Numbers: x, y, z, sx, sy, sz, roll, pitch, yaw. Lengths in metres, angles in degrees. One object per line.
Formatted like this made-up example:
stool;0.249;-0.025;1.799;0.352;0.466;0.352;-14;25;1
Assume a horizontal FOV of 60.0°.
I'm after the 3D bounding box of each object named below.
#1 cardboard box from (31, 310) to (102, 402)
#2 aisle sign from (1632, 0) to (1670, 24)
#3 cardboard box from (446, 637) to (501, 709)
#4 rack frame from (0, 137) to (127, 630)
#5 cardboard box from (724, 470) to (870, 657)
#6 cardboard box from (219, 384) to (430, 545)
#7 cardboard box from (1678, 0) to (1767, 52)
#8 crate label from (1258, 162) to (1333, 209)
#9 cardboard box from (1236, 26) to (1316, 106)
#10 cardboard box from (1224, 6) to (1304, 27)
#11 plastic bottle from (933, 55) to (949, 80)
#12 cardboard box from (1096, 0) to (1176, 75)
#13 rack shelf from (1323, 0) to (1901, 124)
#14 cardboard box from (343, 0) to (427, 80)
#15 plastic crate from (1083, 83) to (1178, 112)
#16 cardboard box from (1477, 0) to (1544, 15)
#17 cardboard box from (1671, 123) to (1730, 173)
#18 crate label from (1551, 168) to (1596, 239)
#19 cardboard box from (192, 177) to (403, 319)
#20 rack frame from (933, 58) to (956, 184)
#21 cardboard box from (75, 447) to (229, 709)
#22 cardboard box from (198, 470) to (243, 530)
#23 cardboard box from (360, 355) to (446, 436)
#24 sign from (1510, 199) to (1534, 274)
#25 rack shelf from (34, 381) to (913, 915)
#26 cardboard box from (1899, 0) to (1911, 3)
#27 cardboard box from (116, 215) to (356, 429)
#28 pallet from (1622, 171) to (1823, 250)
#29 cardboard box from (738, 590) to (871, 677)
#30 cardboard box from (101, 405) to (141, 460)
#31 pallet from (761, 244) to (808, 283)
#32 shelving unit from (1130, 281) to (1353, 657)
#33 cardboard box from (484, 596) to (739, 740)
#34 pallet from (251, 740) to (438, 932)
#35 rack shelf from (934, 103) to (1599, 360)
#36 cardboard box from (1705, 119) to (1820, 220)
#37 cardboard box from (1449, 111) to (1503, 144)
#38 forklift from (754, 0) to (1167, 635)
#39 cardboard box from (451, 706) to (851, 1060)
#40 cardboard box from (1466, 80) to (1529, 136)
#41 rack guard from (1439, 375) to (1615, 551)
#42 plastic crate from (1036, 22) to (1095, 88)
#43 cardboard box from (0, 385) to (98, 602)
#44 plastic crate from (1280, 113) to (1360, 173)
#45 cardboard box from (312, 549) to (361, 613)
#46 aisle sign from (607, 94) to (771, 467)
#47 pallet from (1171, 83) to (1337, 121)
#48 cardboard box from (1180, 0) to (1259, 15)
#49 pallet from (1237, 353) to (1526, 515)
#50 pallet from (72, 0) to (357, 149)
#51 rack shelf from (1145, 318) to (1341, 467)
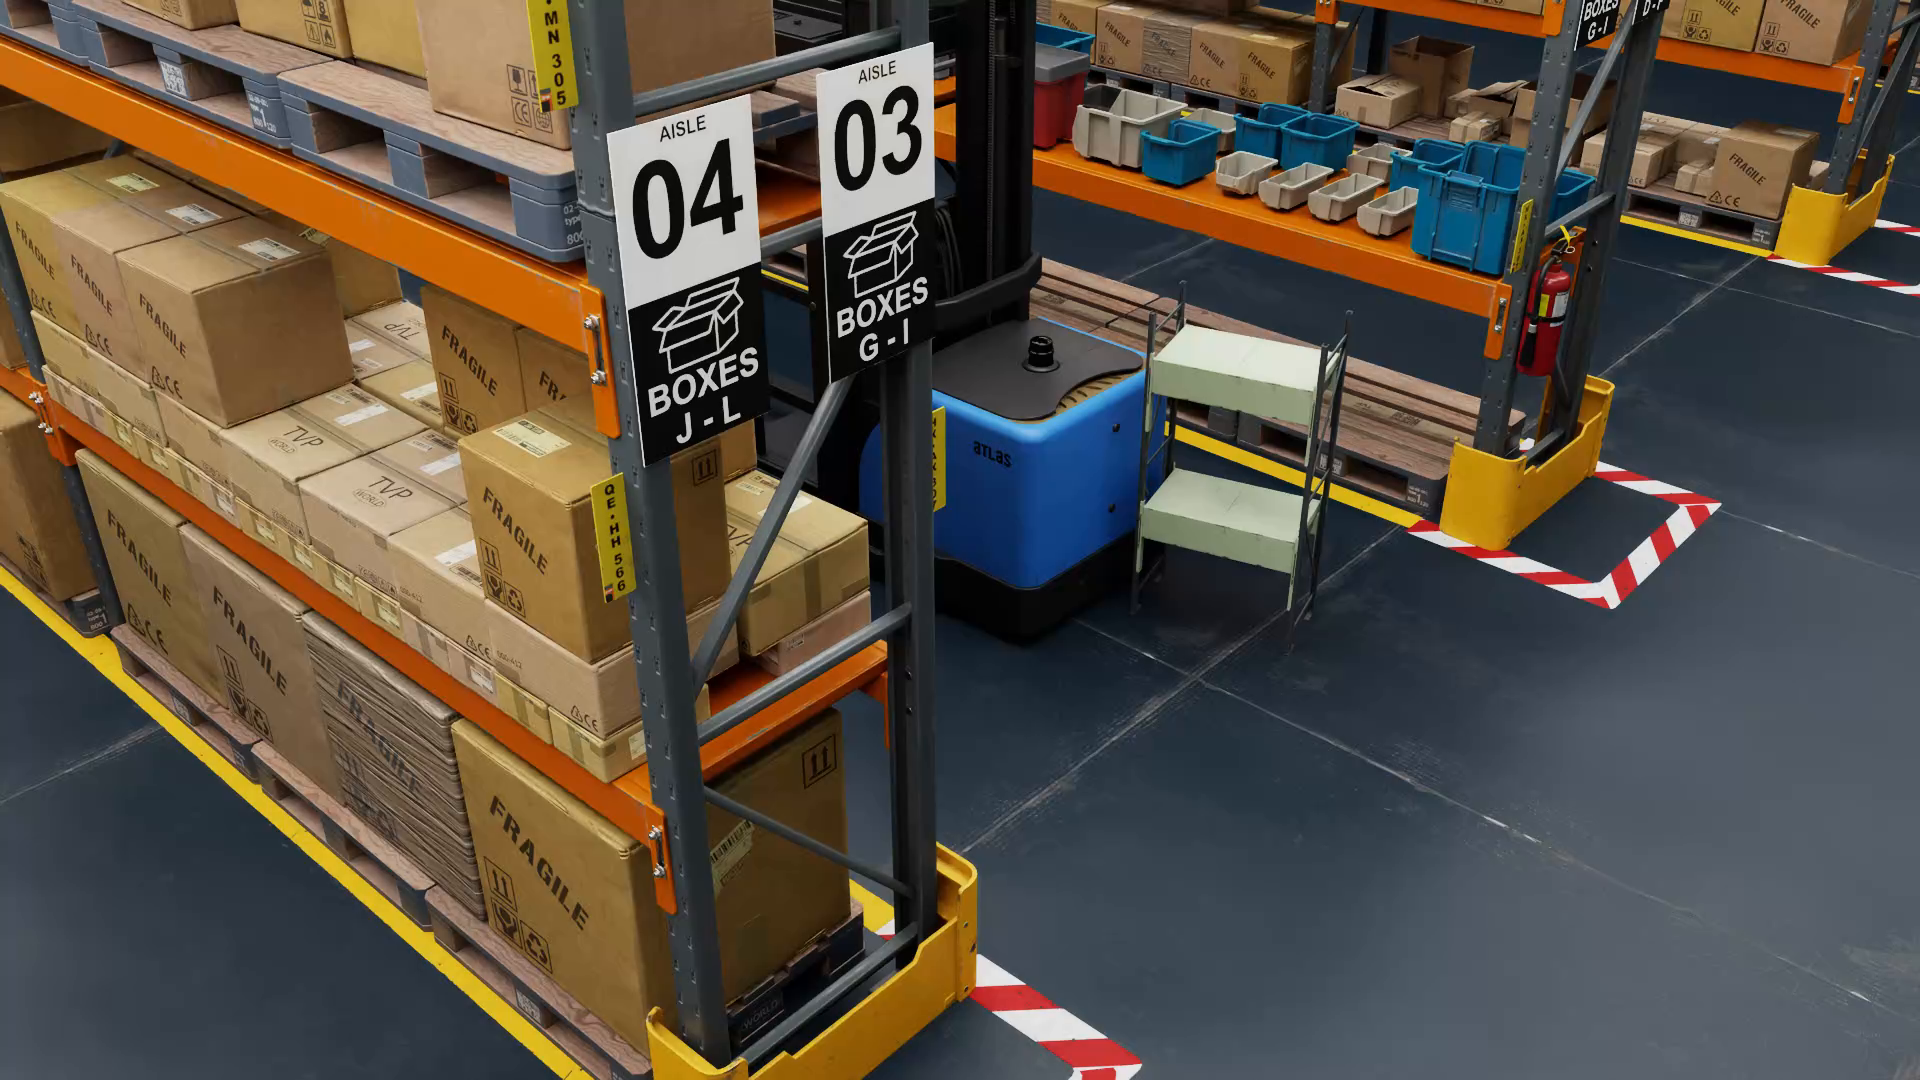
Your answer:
cardboard box;-3.247;-0.793;6.516;0.500;0.250;0.500;24;39;34
aisle sign;3.122;-2.705;7.314;0.004;0.787;0.394;25;39;35
cardboard box;-1.319;0.325;5.045;0.250;0.149;0.380;25;39;35
rack frame;-3.420;-0.993;6.991;0.127;3.000;1.000;25;39;35
cardboard box;-0.629;0.059;5.100;0.500;0.250;0.500;24;38;34
cardboard box;-2.133;-0.268;5.644;0.500;0.250;0.500;25;39;35
cardboard box;5.295;-3.667;11.336;0.500;0.500;0.500;25;39;35
crate label;1.715;-1.821;8.564;0.243;0.136;0.396;25;39;35
cardboard box;2.672;-3.958;13.914;0.500;0.500;0.500;25;39;35
cardboard box;2.632;-4.338;14.545;0.500;0.500;0.500;26;39;36
plastic bottle;-0.170;-3.125;10.581;0.185;0.351;0.144;25;39;35
cardboard box;1.561;-4.481;14.783;0.500;0.500;0.500;24;38;34
rack shelf;4.713;-3.779;12.317;4.000;0.370;1.077;25;39;35
cardboard box;-1.212;-1.559;4.422;0.500;0.500;0.700;23;38;33
plastic crate;0.914;-2.510;9.719;0.590;0.125;0.437;25;39;35
cardboard box;4.177;-4.192;12.208;0.500;0.500;0.500;25;39;35
cardboard box;5.613;-2.875;12.357;0.500;0.250;0.500;25;39;35
crate label;2.908;-1.668;8.216;0.303;0.233;0.416;25;39;35
cardboard box;-2.531;-1.145;6.374;0.500;0.500;0.500;25;39;36
rack frame;-0.096;-2.887;10.137;0.127;3.000;1.000;25;39;35
cardboard box;-2.984;-0.003;7.000;0.875;0.875;0.875;25;39;35
cardboard box;-2.462;-0.207;5.929;0.250;0.149;0.380;26;39;36
cardboard box;-1.779;-0.472;5.983;0.500;0.250;0.500;24;39;34
sign;2.513;-1.356;7.436;0.005;0.325;0.100;25;39;35
rack shelf;-1.937;0.008;6.026;4.000;0.370;1.077;25;39;35
cardboard box;8.524;-4.945;14.943;0.250;0.149;0.380;26;40;36
cardboard box;-2.487;-0.762;5.737;0.500;0.500;0.500;24;38;34
pallet;5.548;-2.502;12.202;1.213;0.211;1.003;25;39;35
cardboard box;-0.496;0.250;5.169;0.250;0.149;0.380;26;39;36
cardboard box;-3.033;-0.474;6.372;0.250;0.149;0.380;27;40;37
pallet;-0.640;-1.975;11.326;1.213;0.211;1.003;25;39;35
shelving unit;1.211;-0.304;7.300;0.755;1.500;0.431;14;34;22
cardboard box;-0.991;0.262;4.763;0.500;0.250;0.500;24;39;34
pallet;-2.000;0.917;6.522;1.213;0.211;1.003;25;39;35
rack shelf;1.387;-1.886;9.172;4.000;0.370;1.077;25;39;35
cardboard box;5.628;-2.607;11.669;0.500;0.500;0.500;25;39;35
cardboard box;4.045;-3.231;13.029;0.250;0.166;0.380;25;39;35
forklift;-0.465;-1.475;7.858;3.031;2.935;1.130;25;39;35
cardboard box;-0.982;0.931;5.448;0.875;0.875;0.875;25;39;35
cardboard box;4.399;-3.468;13.282;0.500;0.311;0.500;25;39;35
rack guard;2.896;-0.428;8.476;0.348;0.500;1.175;25;39;35
plastic crate;0.479;-2.874;10.074;0.575;0.384;0.392;25;39;35
cardboard box;-3.908;-0.476;7.785;0.875;0.875;1.225;25;39;35
plastic crate;1.931;-2.123;8.973;0.300;0.233;0.416;25;39;35
cardboard box;-1.890;0.060;5.486;0.250;0.149;0.380;25;39;35
aisle sign;-0.602;-0.582;3.789;0.004;0.787;0.394;25;39;35
pallet;2.602;-3.852;14.444;1.213;0.211;1.003;25;39;35
cardboard box;2.294;-4.825;14.627;0.500;0.250;0.500;25;39;35
pallet;2.284;-0.608;9.055;1.213;0.211;1.003;25;39;35
pallet;-1.920;-1.530;5.061;1.213;0.211;1.003;25;39;35
rack shelf;1.211;-0.638;7.099;0.720;0.370;0.431;14;34;22
